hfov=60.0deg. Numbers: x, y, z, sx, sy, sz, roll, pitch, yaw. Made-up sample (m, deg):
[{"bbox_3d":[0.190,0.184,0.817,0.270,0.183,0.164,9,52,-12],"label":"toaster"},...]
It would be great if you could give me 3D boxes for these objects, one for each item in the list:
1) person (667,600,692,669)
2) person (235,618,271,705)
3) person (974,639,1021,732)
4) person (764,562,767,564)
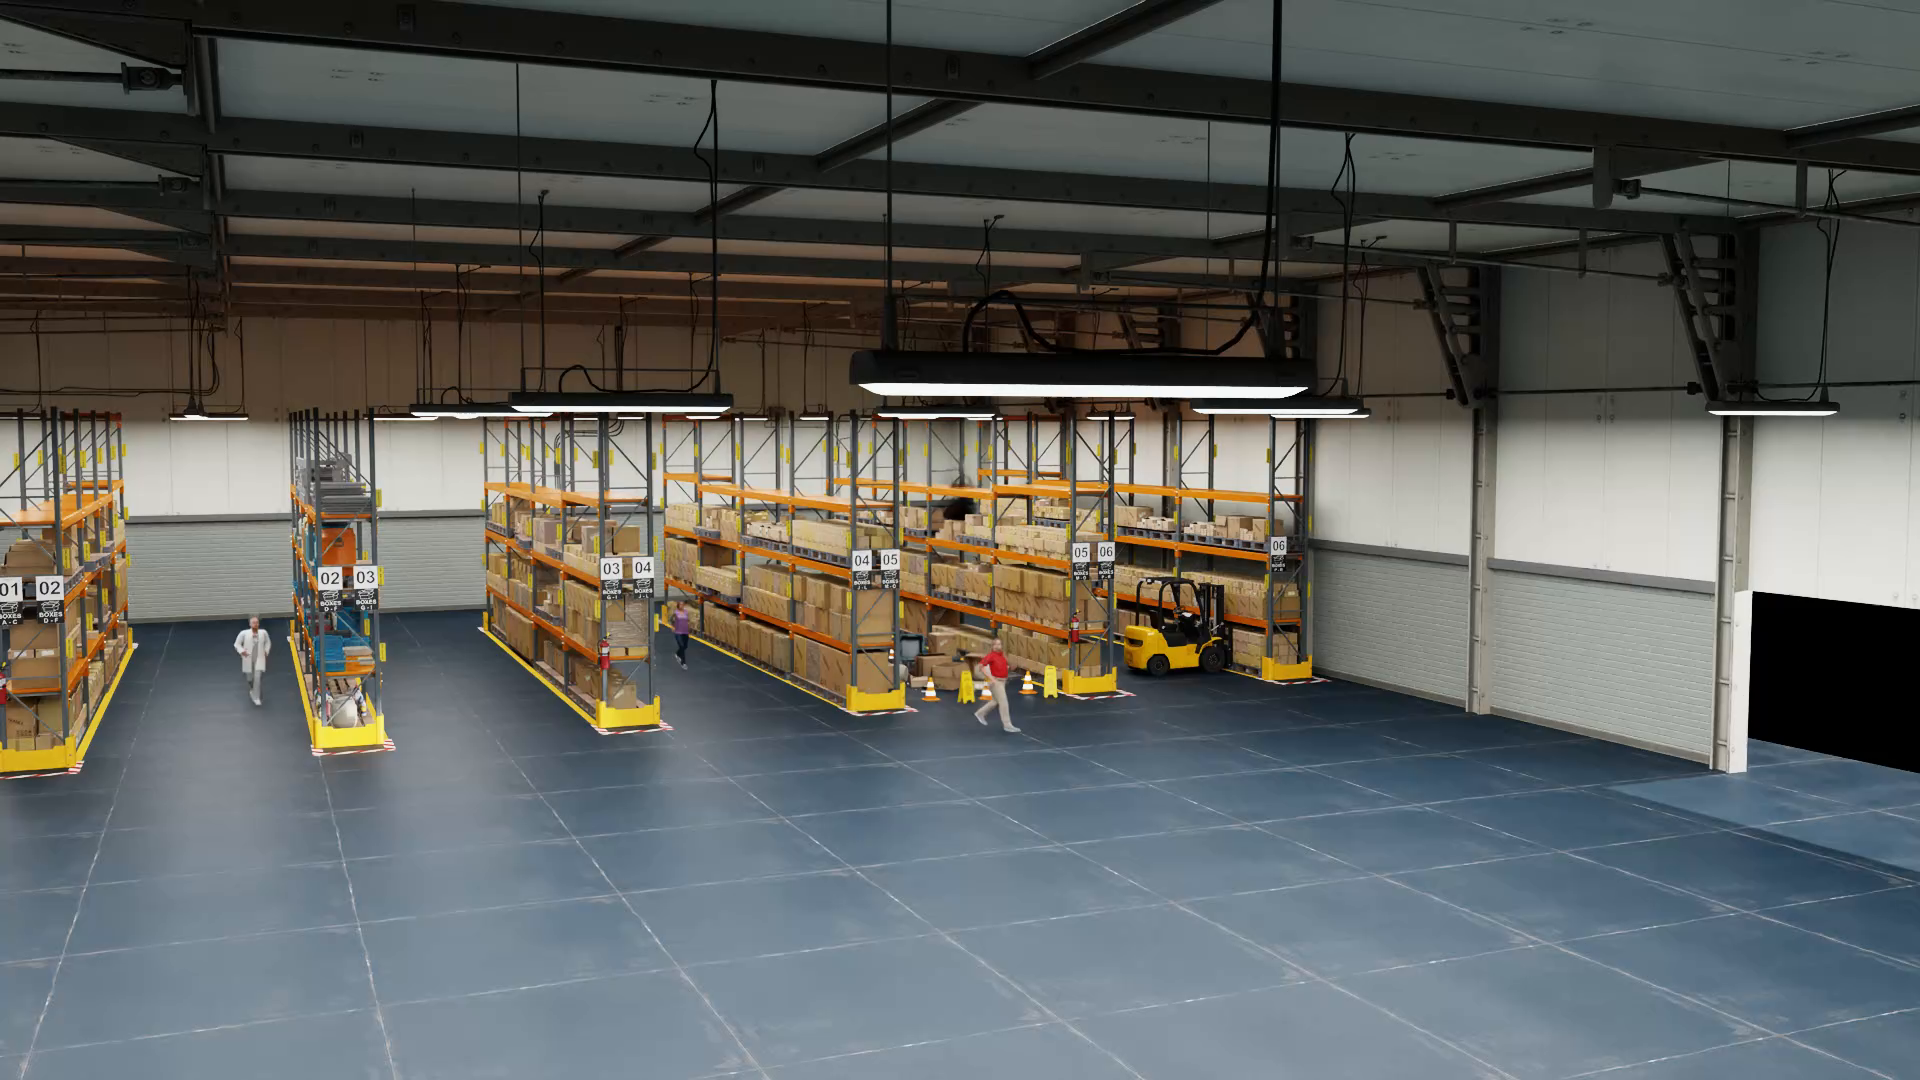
[{"bbox_3d":[-6.532,2.192,38.903,0.543,1.576,0.877,-3,5,-32],"label":"person"},{"bbox_3d":[-14.476,2.470,34.086,0.705,1.766,0.787,-2,5,-29],"label":"person"},{"bbox_3d":[0.688,2.681,30.901,0.987,1.707,0.667,2,4,23],"label":"person"},{"bbox_3d":[-5.500,1.538,47.203,0.635,1.825,0.749,-2,5,-30],"label":"person"}]
